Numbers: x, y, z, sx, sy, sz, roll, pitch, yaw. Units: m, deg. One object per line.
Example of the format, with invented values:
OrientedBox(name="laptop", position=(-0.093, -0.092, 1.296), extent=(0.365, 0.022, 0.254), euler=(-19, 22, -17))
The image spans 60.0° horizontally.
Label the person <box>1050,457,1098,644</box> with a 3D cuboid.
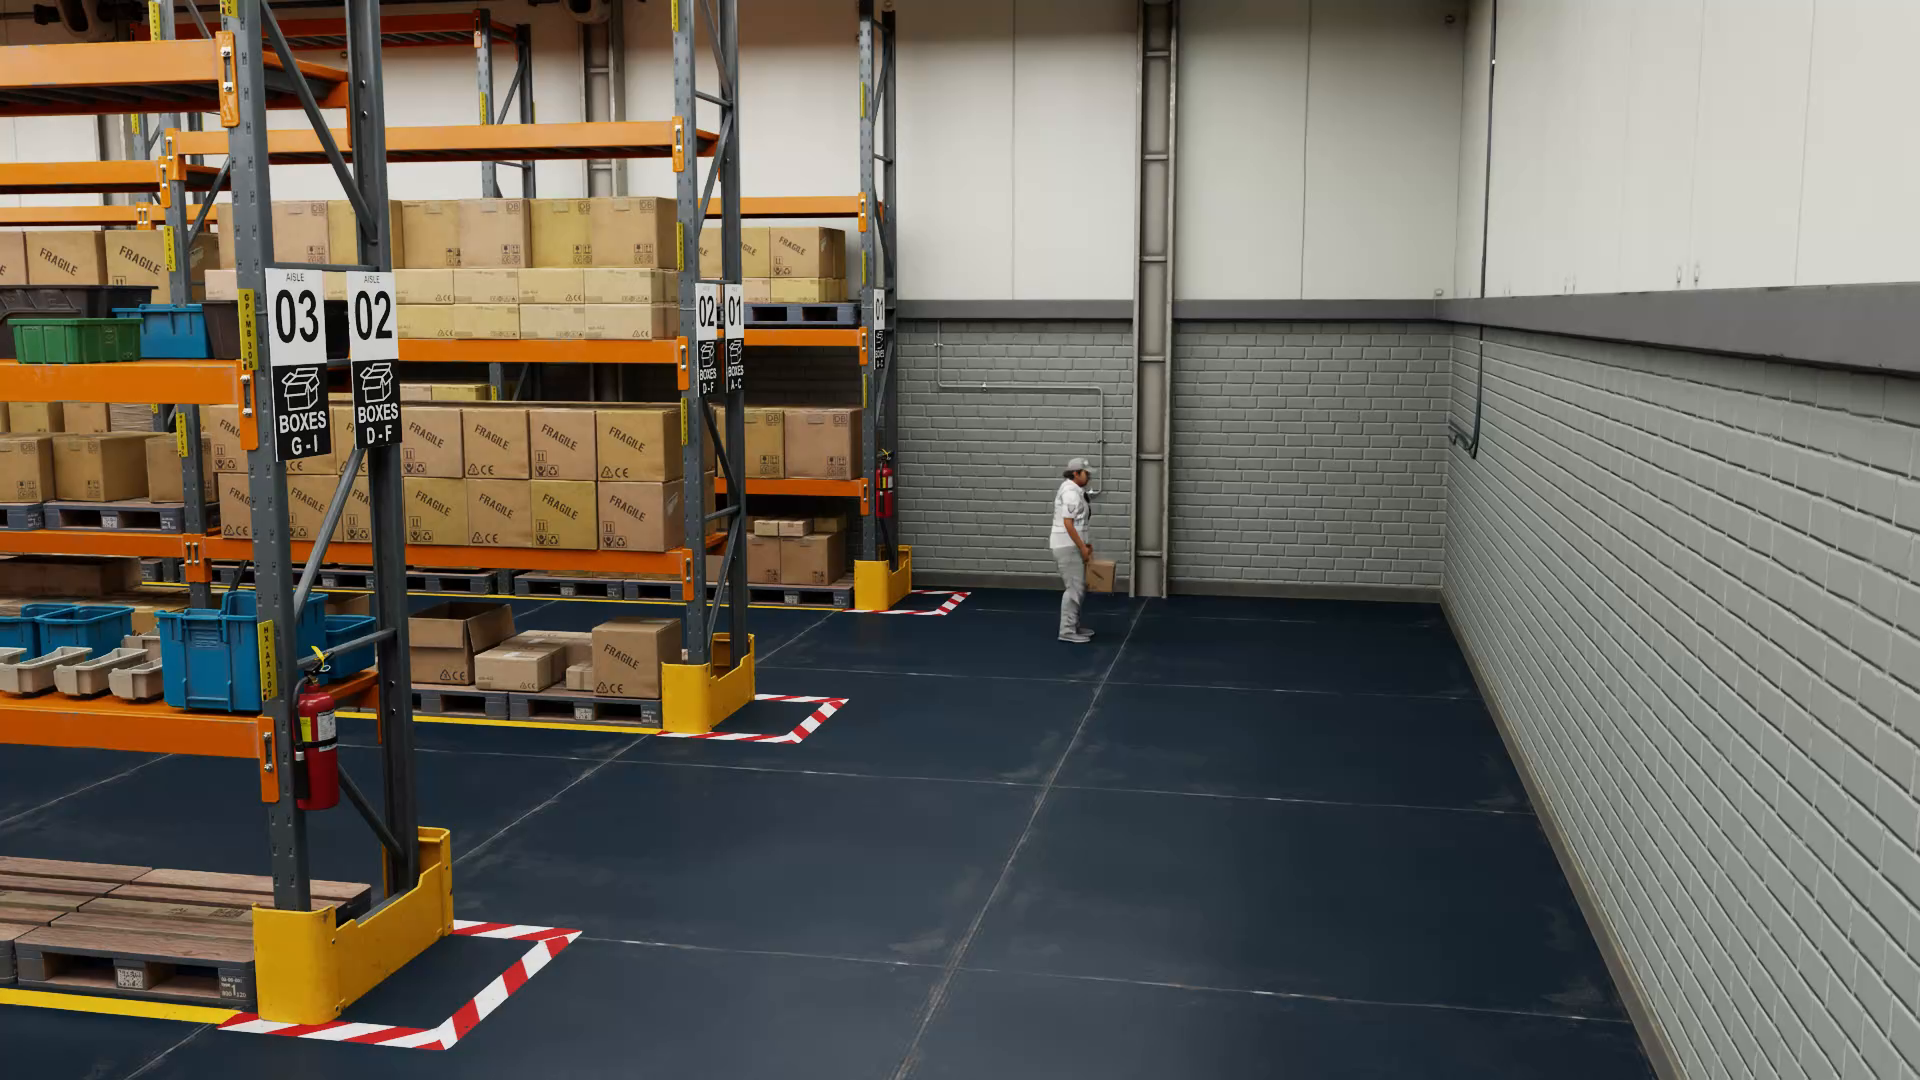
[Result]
OrientedBox(name="person", position=(1.042, 0.077, 15.233), extent=(0.429, 1.671, 0.521), euler=(1, 8, 10))
